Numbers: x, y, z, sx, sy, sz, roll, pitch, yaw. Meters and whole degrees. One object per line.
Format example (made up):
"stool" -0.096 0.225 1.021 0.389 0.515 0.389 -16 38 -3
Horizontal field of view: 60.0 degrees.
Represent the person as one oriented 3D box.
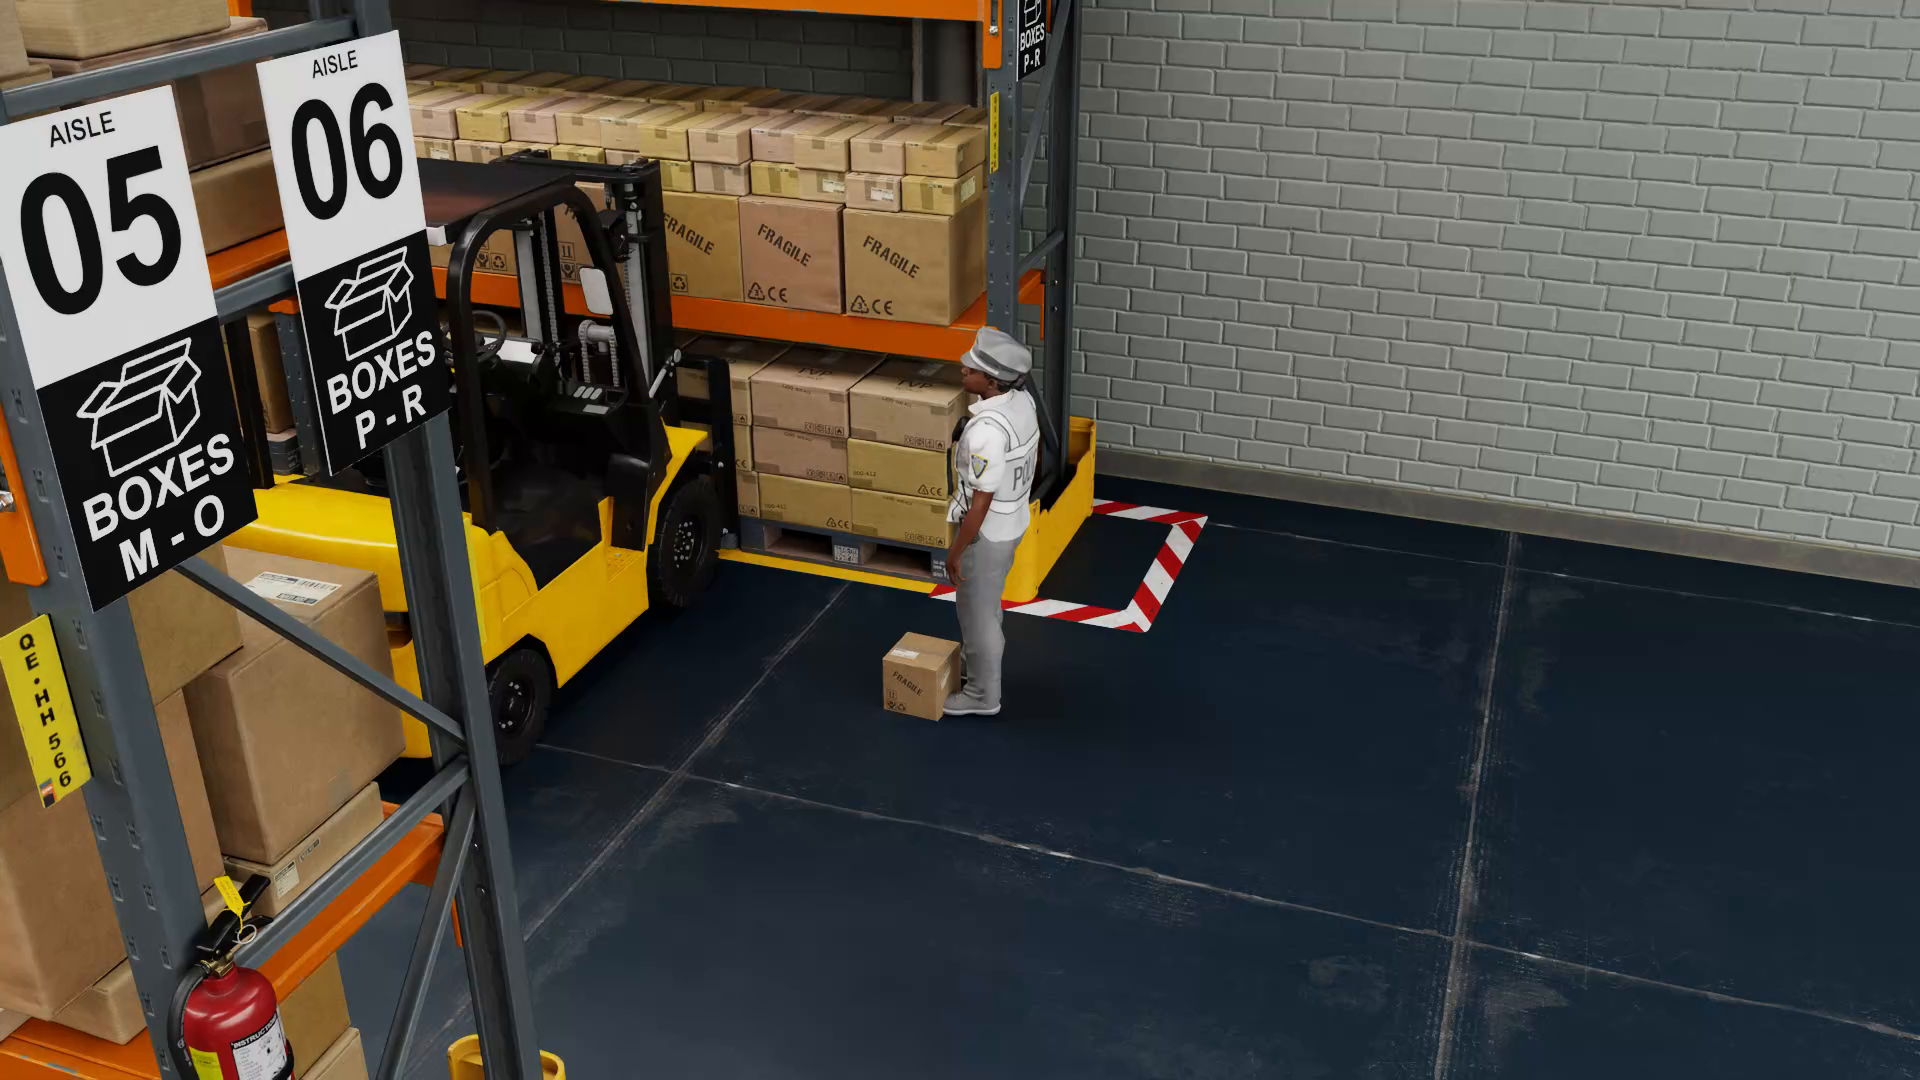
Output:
"person" 0.045 -0.064 6.684 0.529 1.695 0.570 9 27 18
